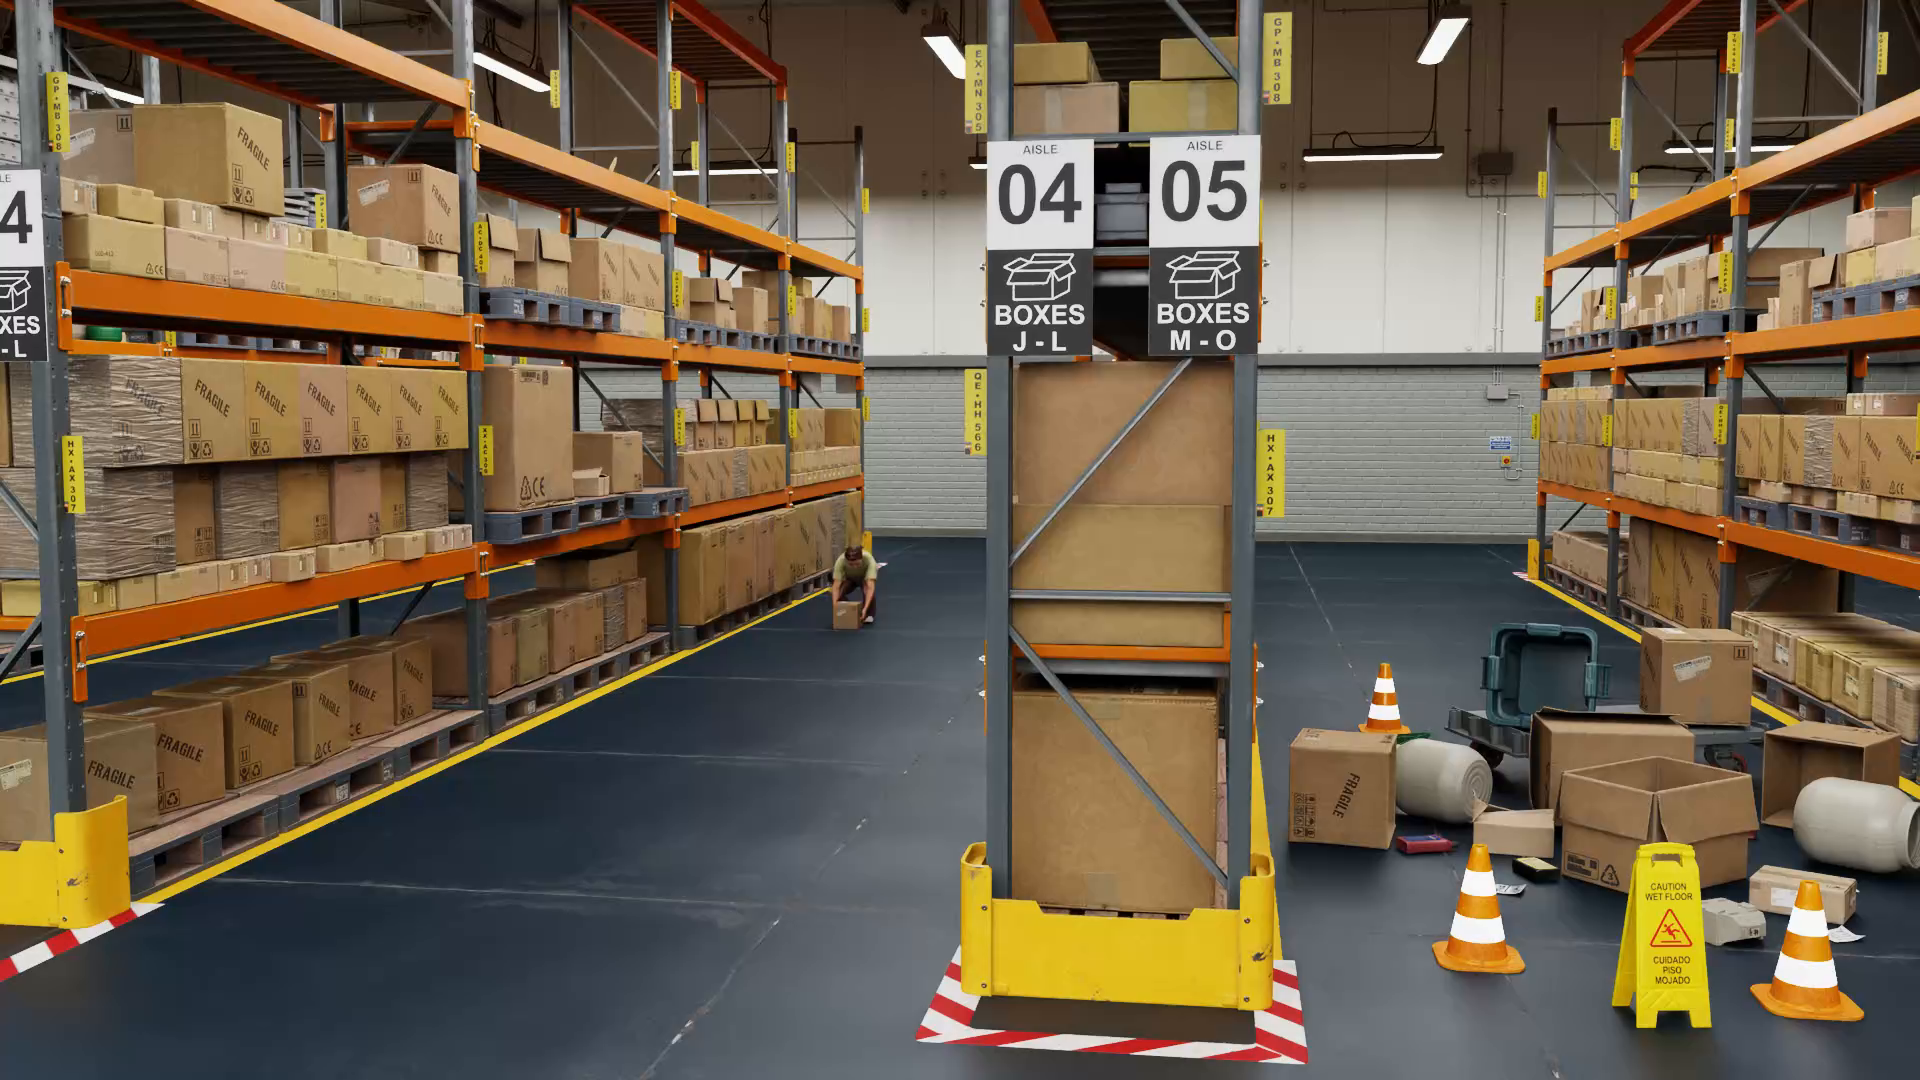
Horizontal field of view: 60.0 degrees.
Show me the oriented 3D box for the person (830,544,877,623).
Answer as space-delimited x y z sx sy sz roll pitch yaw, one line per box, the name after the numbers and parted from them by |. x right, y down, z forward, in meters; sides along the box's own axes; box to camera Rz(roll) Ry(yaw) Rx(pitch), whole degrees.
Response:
-1.067 0.441 17.088 0.487 0.844 0.802 1 5 9 | person
